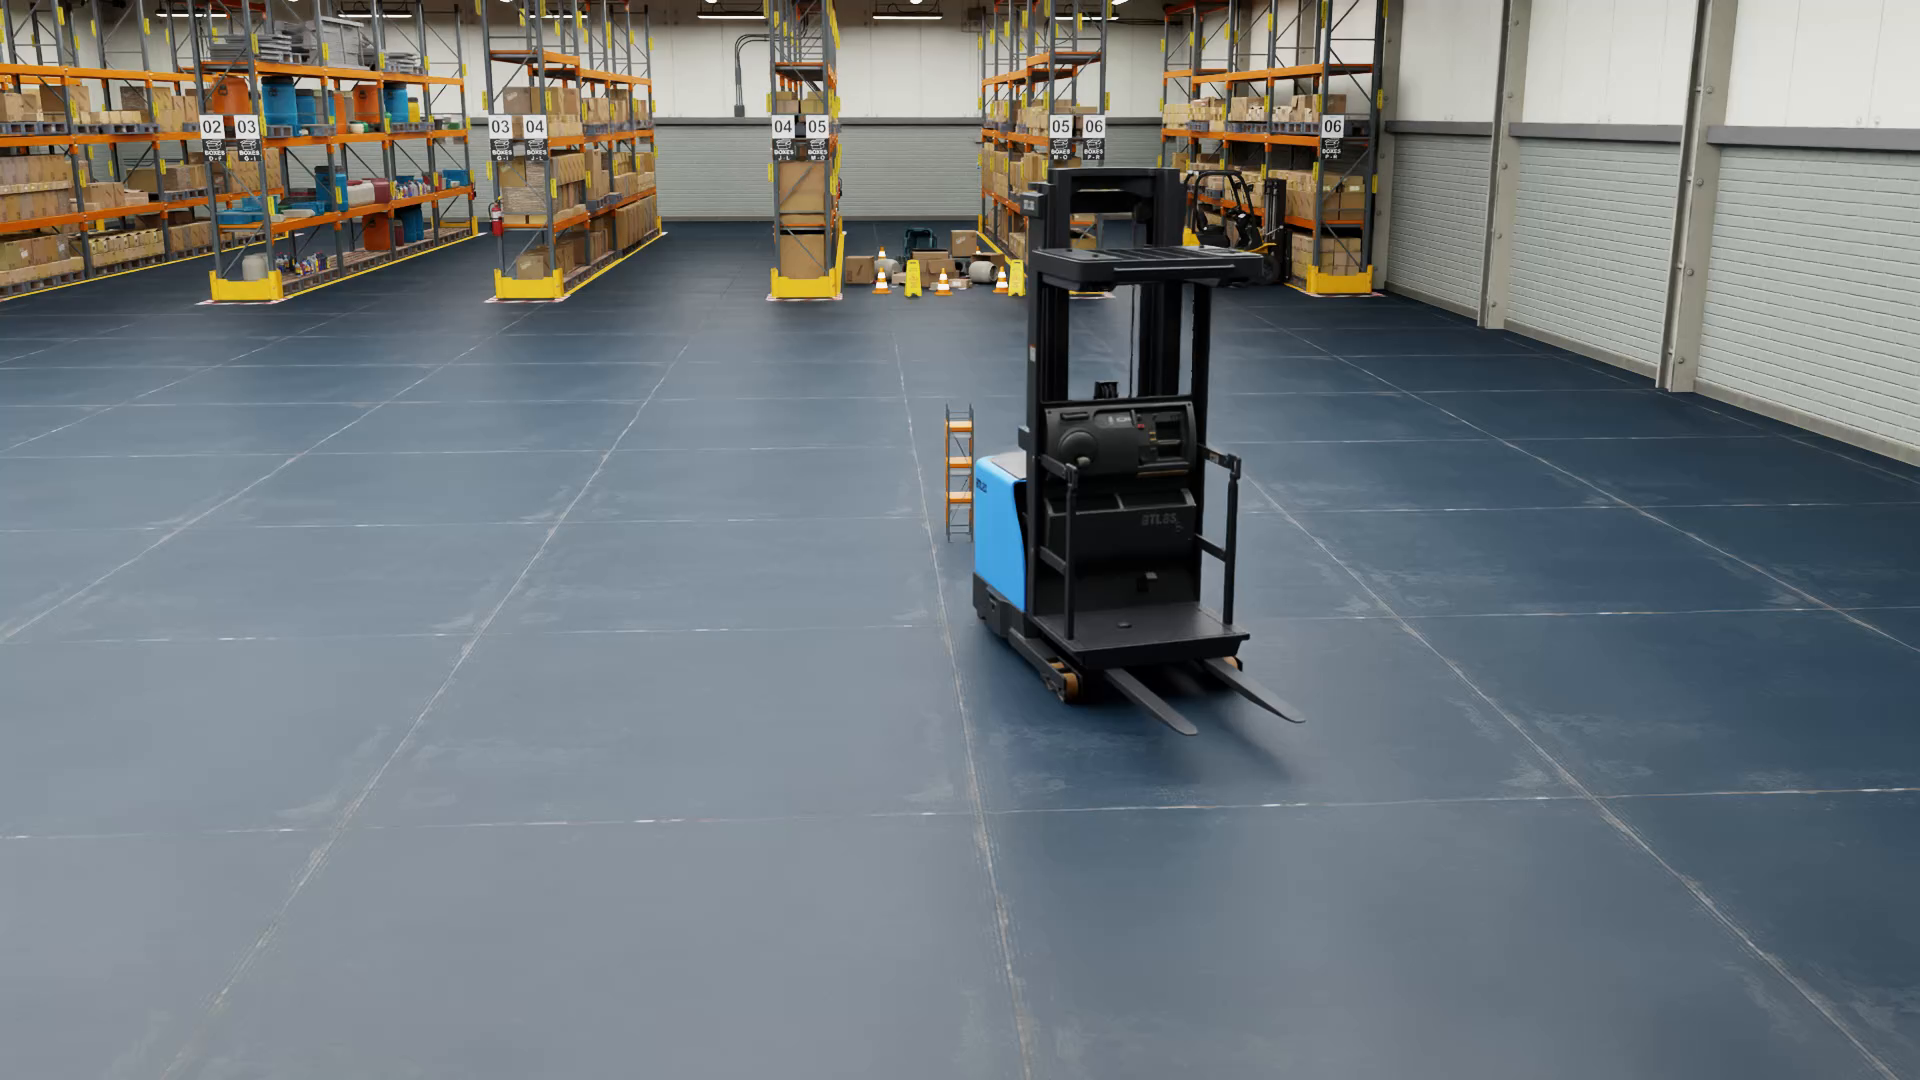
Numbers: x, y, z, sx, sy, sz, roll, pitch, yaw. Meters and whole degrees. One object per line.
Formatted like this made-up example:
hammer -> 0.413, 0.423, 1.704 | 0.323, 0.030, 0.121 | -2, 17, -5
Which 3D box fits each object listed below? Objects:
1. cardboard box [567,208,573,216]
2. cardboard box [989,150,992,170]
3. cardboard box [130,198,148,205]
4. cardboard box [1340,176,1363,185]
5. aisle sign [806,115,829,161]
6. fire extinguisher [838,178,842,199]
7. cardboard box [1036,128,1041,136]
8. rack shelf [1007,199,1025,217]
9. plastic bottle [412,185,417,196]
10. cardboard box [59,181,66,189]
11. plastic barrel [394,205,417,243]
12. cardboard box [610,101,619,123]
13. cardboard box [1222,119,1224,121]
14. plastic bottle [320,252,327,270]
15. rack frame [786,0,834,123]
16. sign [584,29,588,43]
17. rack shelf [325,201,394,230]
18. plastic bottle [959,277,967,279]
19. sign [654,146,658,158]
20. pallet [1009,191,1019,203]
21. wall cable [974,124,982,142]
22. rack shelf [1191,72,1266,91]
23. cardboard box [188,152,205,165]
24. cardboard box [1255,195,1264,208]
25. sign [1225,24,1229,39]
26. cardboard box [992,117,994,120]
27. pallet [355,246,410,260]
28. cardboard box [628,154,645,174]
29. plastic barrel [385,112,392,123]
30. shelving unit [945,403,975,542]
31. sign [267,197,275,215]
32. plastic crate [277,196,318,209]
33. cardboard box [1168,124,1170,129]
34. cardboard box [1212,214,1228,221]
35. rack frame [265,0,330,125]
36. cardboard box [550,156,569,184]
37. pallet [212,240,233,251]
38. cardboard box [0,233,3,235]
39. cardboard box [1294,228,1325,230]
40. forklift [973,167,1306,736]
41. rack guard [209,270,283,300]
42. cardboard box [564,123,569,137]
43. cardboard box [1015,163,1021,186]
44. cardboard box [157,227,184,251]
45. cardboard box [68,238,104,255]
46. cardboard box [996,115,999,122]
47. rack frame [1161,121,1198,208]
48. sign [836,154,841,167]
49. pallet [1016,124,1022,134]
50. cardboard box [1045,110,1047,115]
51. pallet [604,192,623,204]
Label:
cardboard box -> -7.655, -6.295, 31.976 | 0.380, 0.149, 0.250 | -1, 14, -3
cardboard box -> 1.027, -9.753, 42.706 | 0.500, 0.500, 0.500 | -1, 14, -4
cardboard box -> -17.844, -7.340, 36.040 | 0.380, 0.149, 0.250 | -1, 14, -3
cardboard box -> 7.245, -6.668, 30.822 | 0.380, 0.149, 0.250 | -1, 14, -5
aisle sign -> -2.531, -7.141, 29.545 | 0.394, 0.787, 0.004 | -1, 14, -3
fire extinguisher -> -3.382, -9.726, 45.712 | 0.296, 0.674, 0.183 | -1, 14, -3
cardboard box -> 1.658, -7.794, 31.781 | 0.380, 0.149, 0.250 | -1, 14, -4
rack shelf -> 1.727, -7.141, 36.203 | 1.077, 0.370, 4.000 | -1, 14, -3
plastic bottle -> -13.070, -8.349, 39.704 | 0.152, 0.276, 0.135 | -1, 14, -3
cardboard box -> -17.683, -6.923, 32.412 | 0.380, 0.149, 0.250 | -1, 14, -5
plastic barrel -> -13.418, -7.627, 40.019 | 0.600, 0.901, 0.708 | -1, 14, -3
cardboard box -> -8.436, -10.047, 38.986 | 0.797, 0.503, 0.637 | -1, 14, -4
cardboard box -> 6.298, -9.786, 38.523 | 0.380, 0.149, 0.250 | -1, 14, -5
plastic bottle -> -12.656, -5.537, 32.958 | 0.144, 0.351, 0.185 | -1, 14, -5
rack frame -> -3.331, -10.790, 36.904 | 1.000, 3.000, 0.127 | -1, 14, -3
sign -> -9.091, -12.260, 40.425 | 0.100, 0.325, 0.005 | -1, 14, -3
rack shelf -> -13.107, -6.911, 35.311 | 1.077, 0.370, 4.000 | -1, 14, -3
plastic bottle -> 0.059, -5.219, 33.186 | 0.133, 0.061, 0.283 | 2, 15, 6
sign -> -8.241, -10.503, 45.030 | 0.100, 0.325, 0.005 | -1, 14, -3
pallet -> 1.754, -7.718, 37.388 | 1.213, 0.211, 1.003 | -1, 14, -3
wall cable -> 0.735, -11.885, 51.098 | 0.585, 1.953, 0.123 | -1, 14, -3
rack shelf -> 6.433, -10.925, 39.673 | 1.077, 0.370, 4.000 | -1, 14, -3
cardboard box -> -18.713, -9.331, 41.064 | 0.500, 0.500, 0.500 | -1, 14, -3
cardboard box -> 6.513, -7.118, 34.972 | 0.500, 0.250, 0.500 | -1, 14, -2
sign -> 6.016, -11.449, 37.432 | 0.100, 0.325, 0.005 | -1, 14, -3
cardboard box -> 0.997, -10.775, 42.089 | 0.396, 0.266, 0.258 | 0, 14, -2
pallet -> -13.322, -6.602, 38.262 | 1.003, 0.211, 1.213 | -1, 14, -3
cardboard box -> -8.370, -9.638, 42.664 | 0.500, 0.500, 0.500 | -1, 14, -5
plastic barrel -> -13.067, -9.605, 37.786 | 0.294, 0.245, 0.294 | 0, 14, 0
shelving unit -> -0.003, -0.522, 12.947 | 0.215, 1.050, 0.252 | -1, 14, -3
sign -> -12.186, -5.909, 29.416 | 0.100, 0.325, 0.005 | -1, 14, -3
plastic crate -> -13.078, -6.600, 32.783 | 0.767, 0.338, 0.504 | -1, 14, -3
cardboard box -> 5.803, -11.109, 44.668 | 0.380, 0.149, 0.250 | -1, 14, -2
cardboard box -> 6.267, -7.752, 40.007 | 0.380, 0.149, 0.250 | -1, 14, -4
rack frame -> -12.983, -9.668, 32.541 | 1.000, 3.000, 0.127 | -1, 14, -3
cardboard box -> -7.610, -6.910, 31.060 | 0.500, 0.500, 0.500 | -1, 14, -3
pallet -> -18.335, -7.124, 40.291 | 1.003, 0.211, 1.213 | -1, 14, -3
cardboard box -> -23.139, -7.380, 39.163 | 0.750, 0.750, 0.750 | 0, 14, -2
cardboard box -> 7.075, -6.180, 33.694 | 0.500, 0.250, 0.500 | -1, 14, -4
forklift -> 1.008, -0.611, 9.519 | 1.130, 2.935, 3.031 | -4, 15, -17
rack guard -> -12.787, -4.575, 29.804 | 1.175, 0.500, 0.348 | -1, 14, -3
cardboard box -> -7.666, -7.728, 31.325 | 0.500, 0.250, 0.500 | 0, 14, -2
cardboard box -> 1.479, -8.005, 36.480 | 0.500, 0.500, 0.500 | -1, 14, -2
cardboard box -> -17.918, -6.802, 37.575 | 0.500, 0.500, 0.500 | 0, 14, -1
cardboard box -> -17.704, -5.937, 33.630 | 0.500, 0.311, 0.500 | -1, 14, -3
cardboard box -> 1.085, -10.204, 40.272 | 0.380, 0.166, 0.250 | -2, 15, -7
rack frame -> 6.062, -10.054, 46.081 | 1.000, 3.000, 0.127 | -1, 14, -3
sign -> -3.025, -9.450, 41.411 | 0.100, 0.325, 0.005 | -1, 14, -3
pallet -> 1.852, -8.766, 35.435 | 1.213, 0.211, 1.003 | -1, 14, -3
cardboard box -> 1.772, -7.921, 30.678 | 0.380, 0.149, 0.250 | -1, 14, -4
pallet -> -8.137, -7.565, 36.793 | 1.213, 0.211, 1.003 | -1, 14, -3
